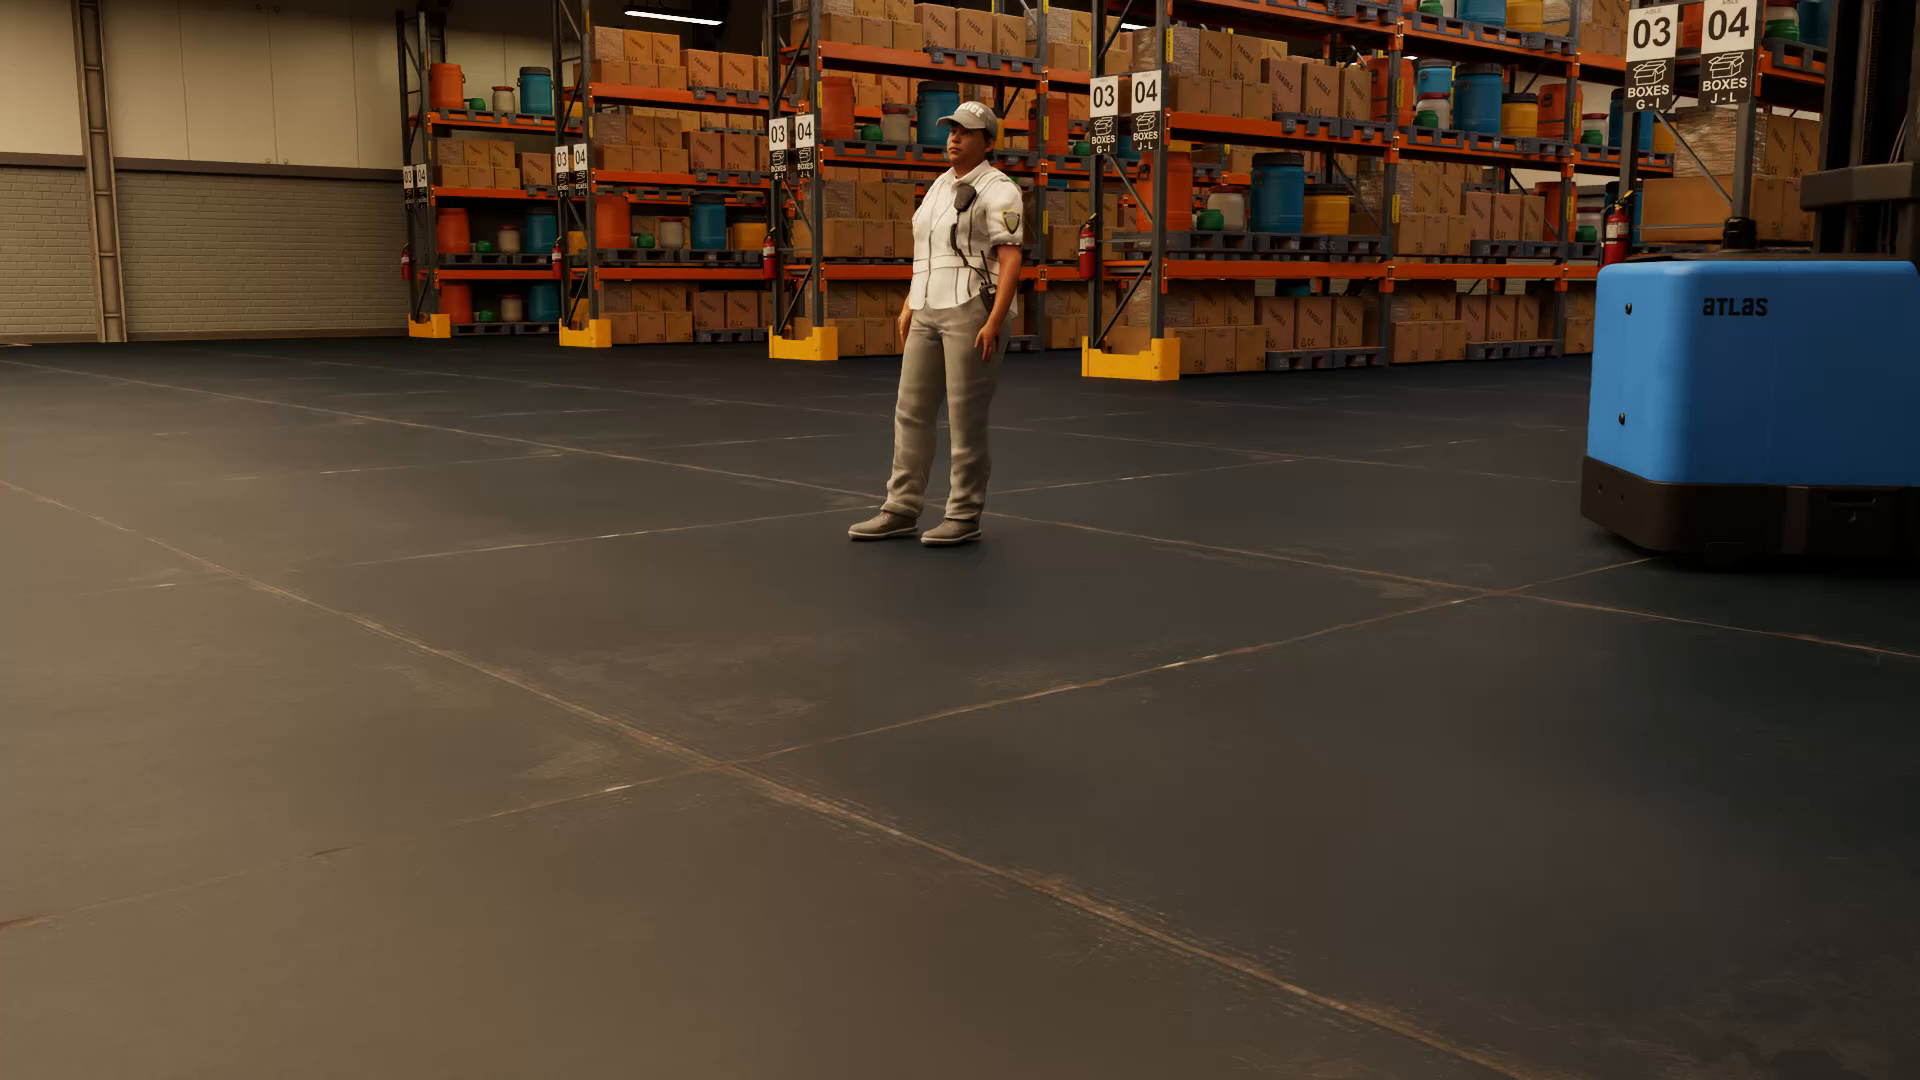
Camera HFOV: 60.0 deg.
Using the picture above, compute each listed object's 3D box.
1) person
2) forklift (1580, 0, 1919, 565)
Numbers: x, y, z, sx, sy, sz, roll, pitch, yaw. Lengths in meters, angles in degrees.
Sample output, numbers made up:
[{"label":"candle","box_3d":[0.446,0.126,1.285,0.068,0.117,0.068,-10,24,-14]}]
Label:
[{"label":"person","box_3d":[-0.073,-0.827,6.378,0.529,1.670,0.598,-8,12,-40]},{"label":"forklift","box_3d":[3.969,-1.390,5.936,3.031,2.935,1.130,1,9,6]}]
